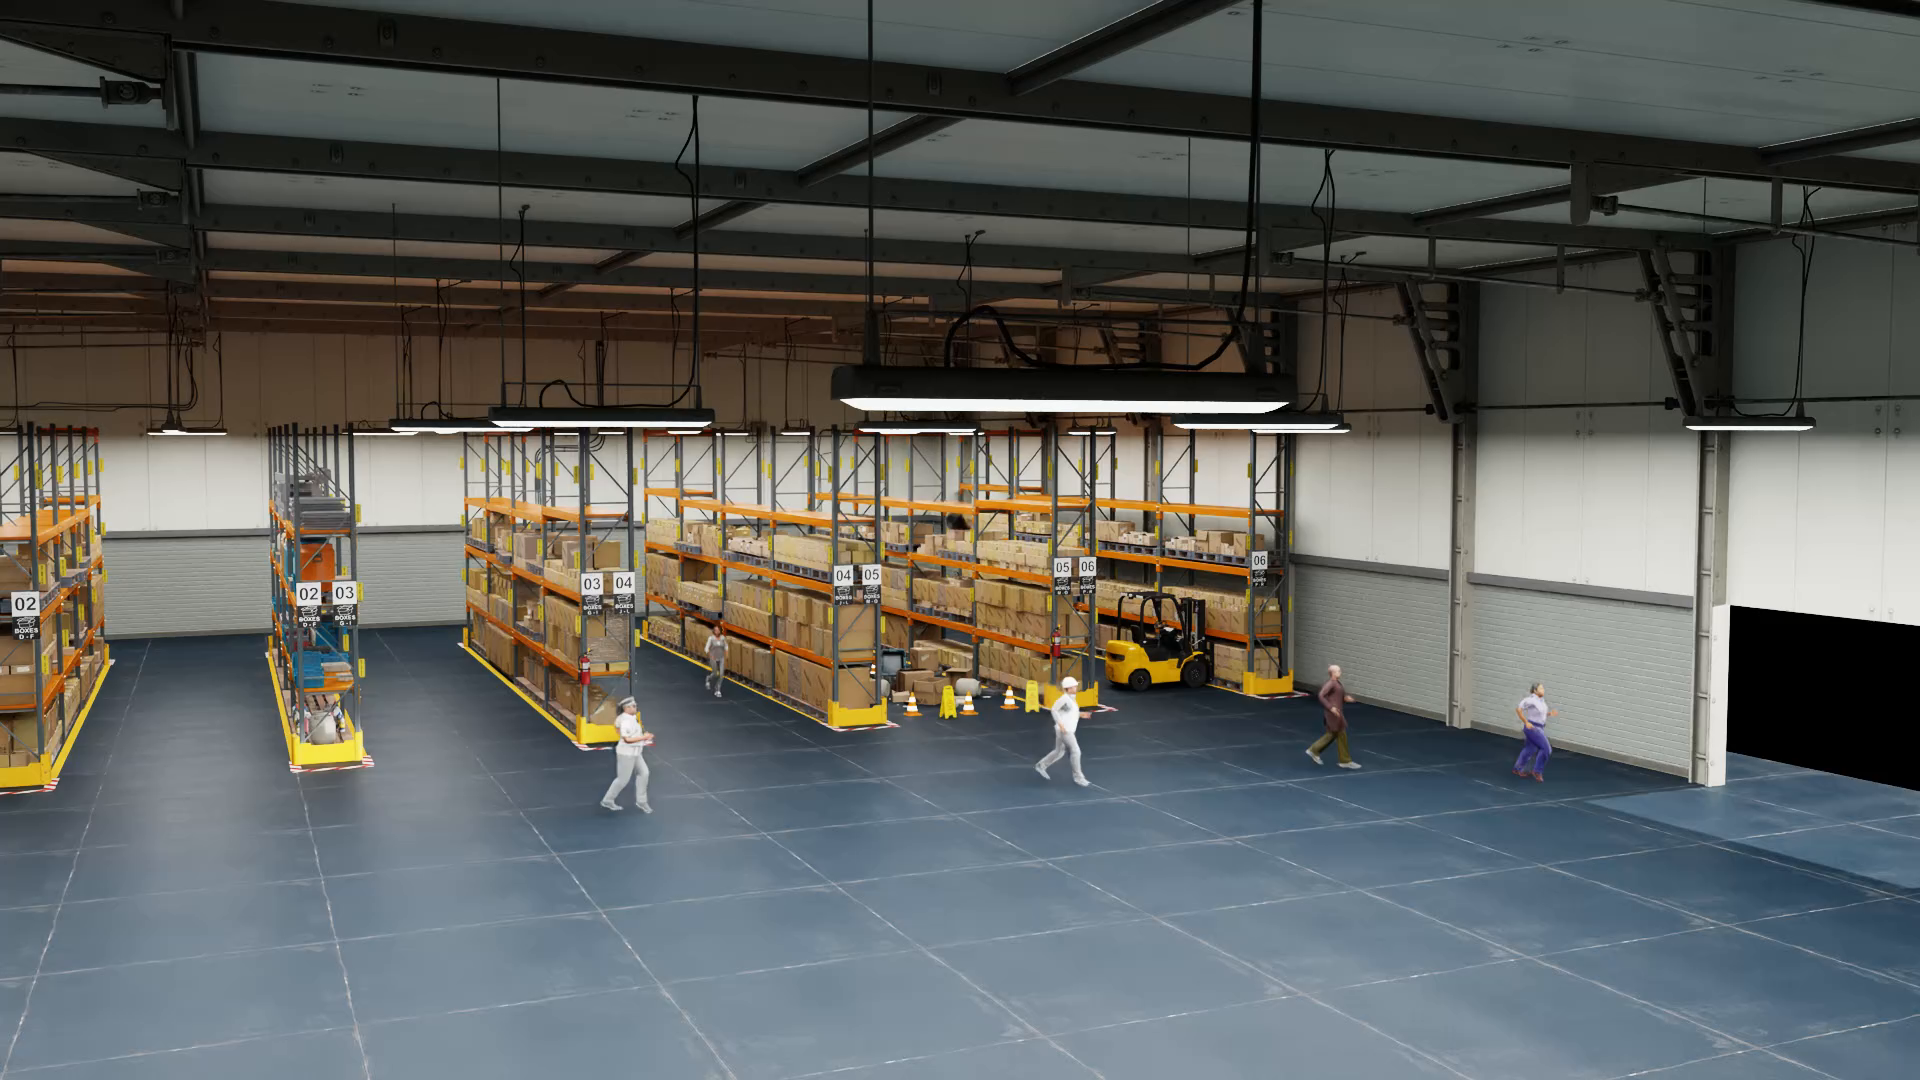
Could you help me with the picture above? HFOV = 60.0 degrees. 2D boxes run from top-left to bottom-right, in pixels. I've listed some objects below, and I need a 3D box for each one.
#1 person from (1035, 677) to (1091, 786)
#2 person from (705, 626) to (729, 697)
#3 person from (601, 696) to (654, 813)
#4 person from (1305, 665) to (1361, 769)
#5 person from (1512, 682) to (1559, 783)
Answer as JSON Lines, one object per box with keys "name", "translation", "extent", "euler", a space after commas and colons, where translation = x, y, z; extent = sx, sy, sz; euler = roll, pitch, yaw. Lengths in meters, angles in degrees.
{"name": "person", "translation": [1.704, 3.155, 27.479], "extent": [0.953, 1.784, 0.547], "euler": [0, 4, 8]}
{"name": "person", "translation": [-5.428, 2.687, 37.109], "extent": [0.537, 1.578, 0.598], "euler": [-2, 4, -26]}
{"name": "person", "translation": [-5.058, 3.297, 25.334], "extent": [0.819, 1.852, 0.643], "euler": [0, 3, 0]}
{"name": "person", "translation": [6.474, 3.046, 28.808], "extent": [0.962, 1.768, 0.715], "euler": [1, 4, 16]}
{"name": "person", "translation": [9.624, 3.236, 27.818], "extent": [0.714, 1.684, 0.572], "euler": [2, 4, 30]}
